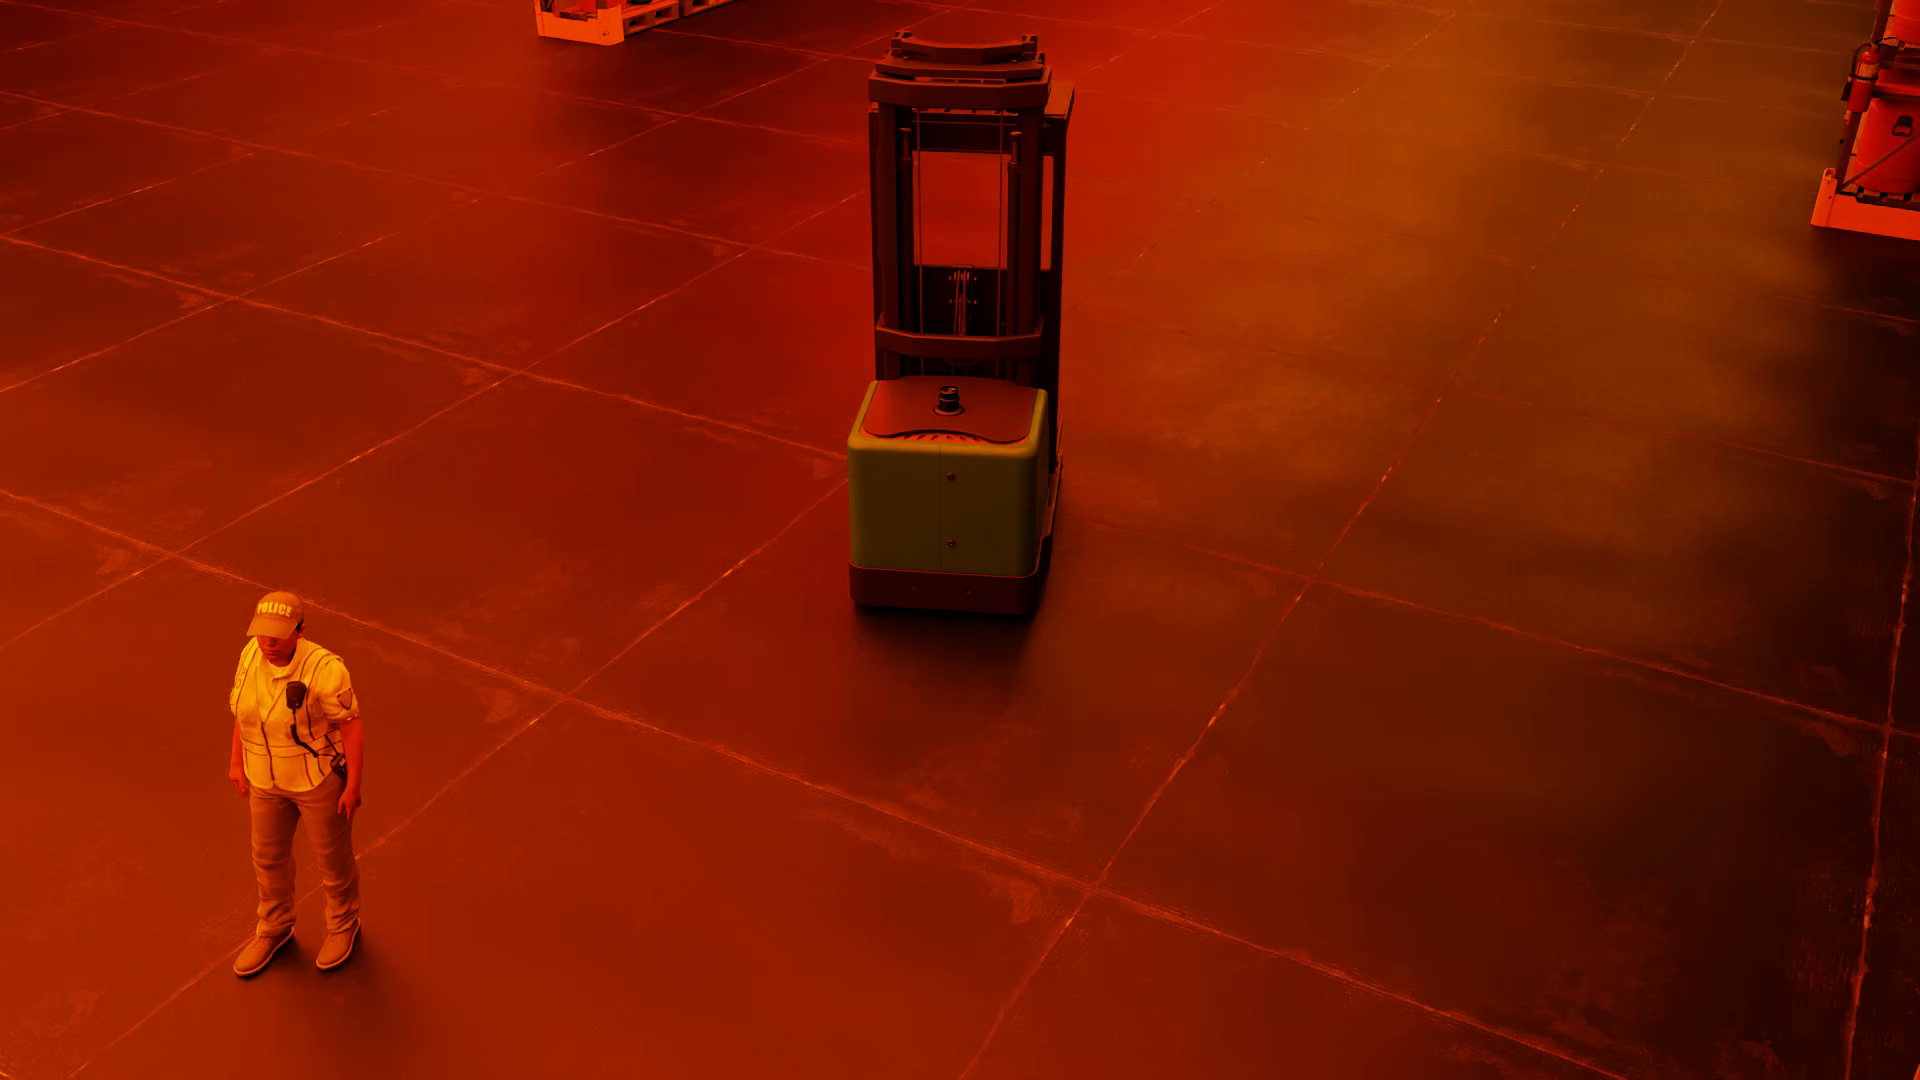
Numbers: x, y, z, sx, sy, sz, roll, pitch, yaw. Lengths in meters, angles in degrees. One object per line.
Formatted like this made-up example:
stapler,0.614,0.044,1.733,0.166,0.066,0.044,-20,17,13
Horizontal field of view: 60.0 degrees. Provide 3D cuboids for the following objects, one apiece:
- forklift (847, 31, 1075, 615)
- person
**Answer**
forklift,0.072,-1.572,9.794,1.130,2.935,3.031,3,30,6
person,-2.676,0.982,6.619,0.599,1.669,0.529,6,31,11
